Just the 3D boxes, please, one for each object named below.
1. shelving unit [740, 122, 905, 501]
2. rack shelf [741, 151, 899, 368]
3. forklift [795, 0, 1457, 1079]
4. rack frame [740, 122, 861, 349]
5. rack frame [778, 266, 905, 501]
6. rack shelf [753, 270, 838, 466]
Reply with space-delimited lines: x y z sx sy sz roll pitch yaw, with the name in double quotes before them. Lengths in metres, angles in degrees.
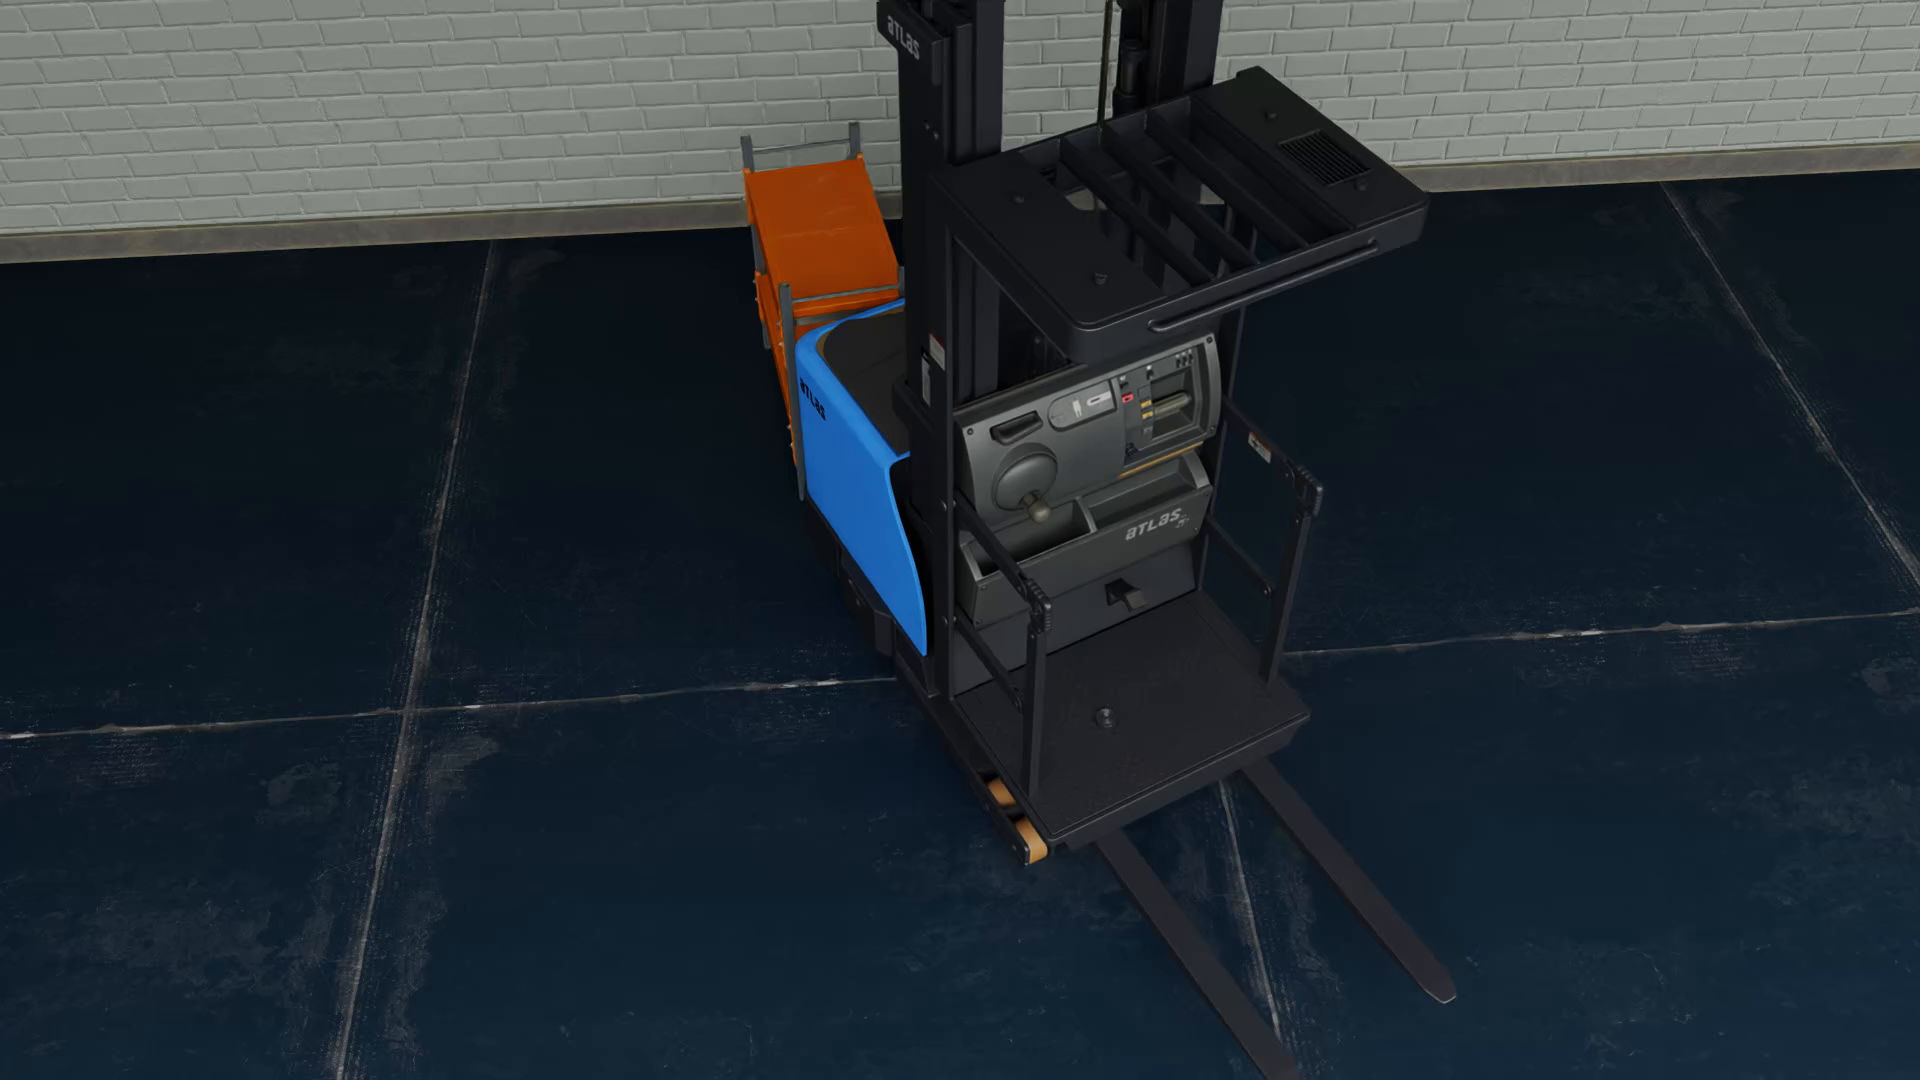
"shelving unit" -0.553 -0.966 7.027 0.538 1.125 1.048 -10 47 -9
"rack shelf" -0.553 -1.167 6.814 0.538 0.278 1.000 -10 47 -9
"forklift" 0.533 -0.263 5.117 1.130 2.935 3.031 -22 50 -20
"rack frame" -0.668 -1.325 7.367 0.500 1.125 0.032 -10 47 -9
"rack frame" -0.437 -0.606 6.686 0.500 1.125 0.032 -10 47 -9
"rack shelf" -0.553 -0.798 7.204 0.538 0.278 1.000 -10 47 -9
